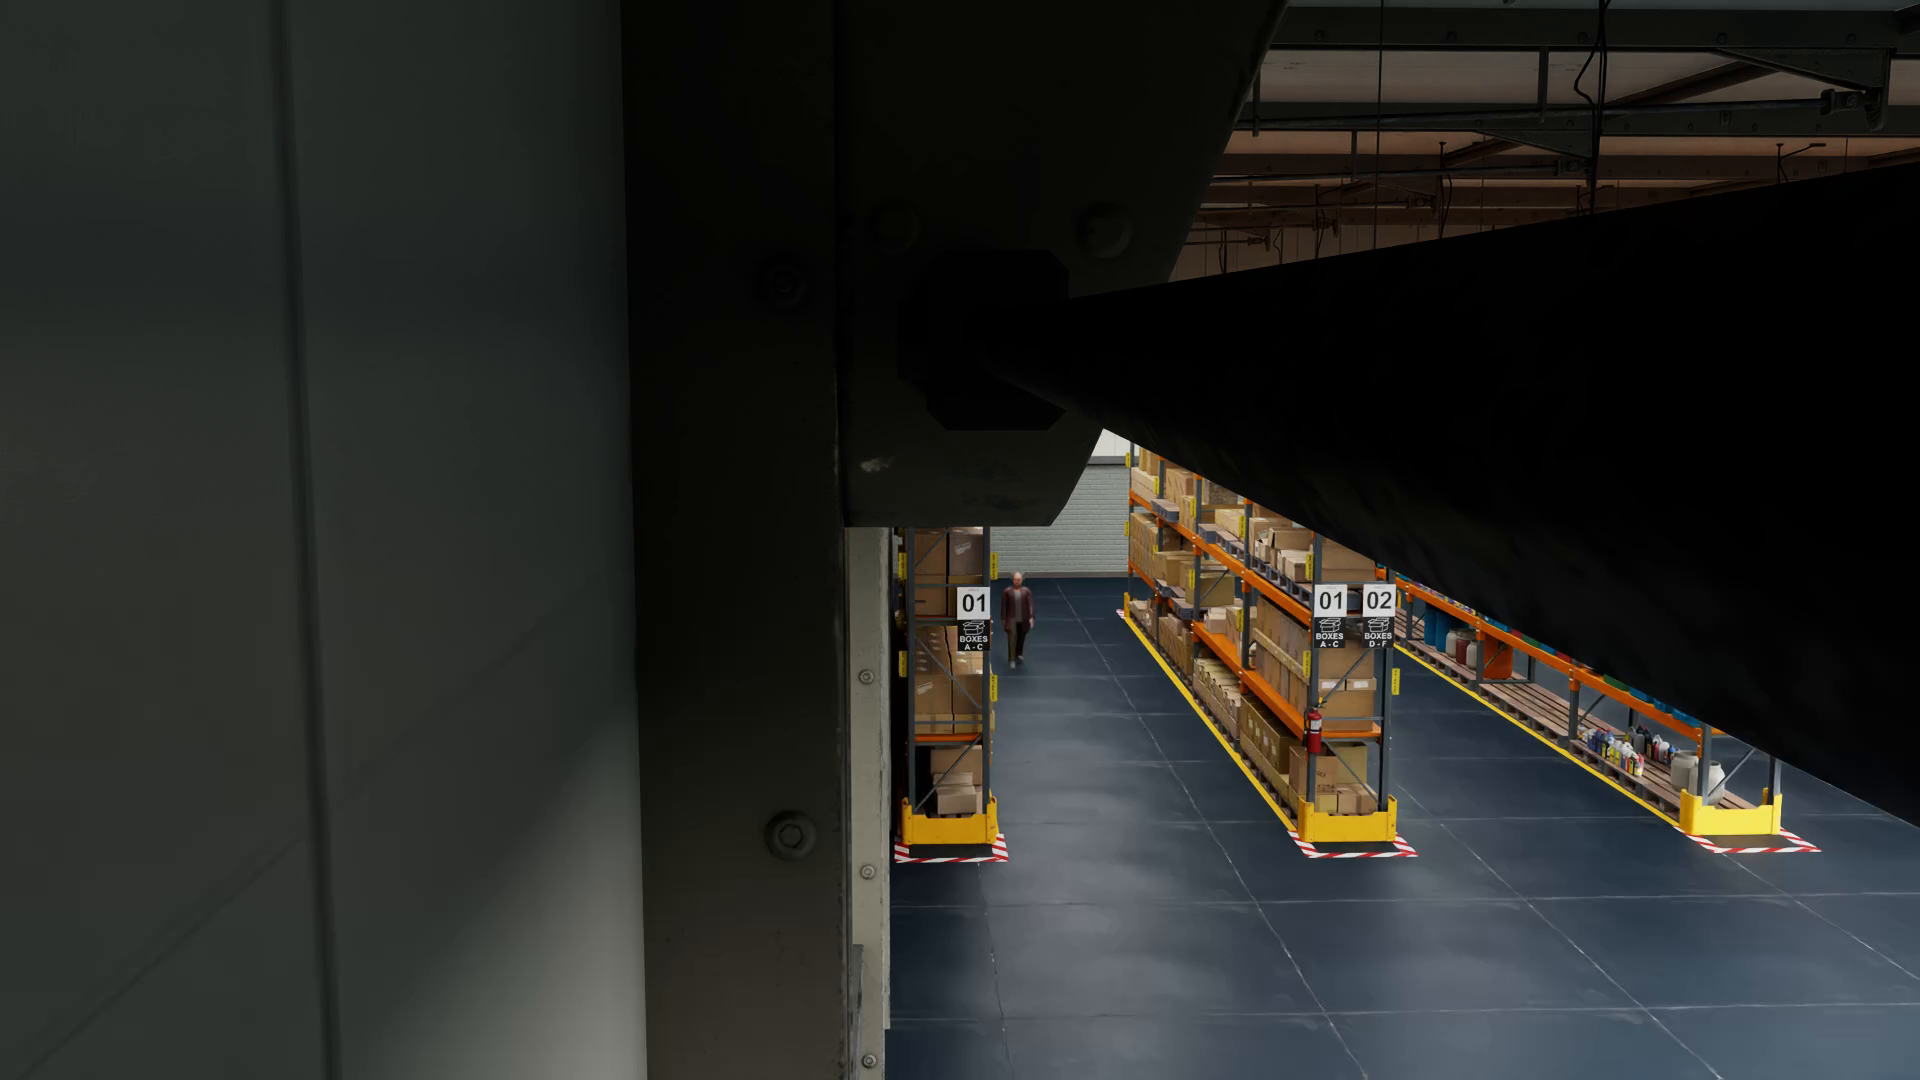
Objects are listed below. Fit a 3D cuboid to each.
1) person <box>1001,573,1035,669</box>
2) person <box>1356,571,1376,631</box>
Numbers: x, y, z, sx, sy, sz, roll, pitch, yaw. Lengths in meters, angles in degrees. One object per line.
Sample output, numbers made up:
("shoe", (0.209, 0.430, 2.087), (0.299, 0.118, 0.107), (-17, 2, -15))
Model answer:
("person", (1.087, 1.481, 31.016), (0.601, 1.705, 1.143), (-1, 7, -6))
("person", (8.384, 1.046, 34.691), (0.563, 1.667, 1.109), (4, 8, 28))
